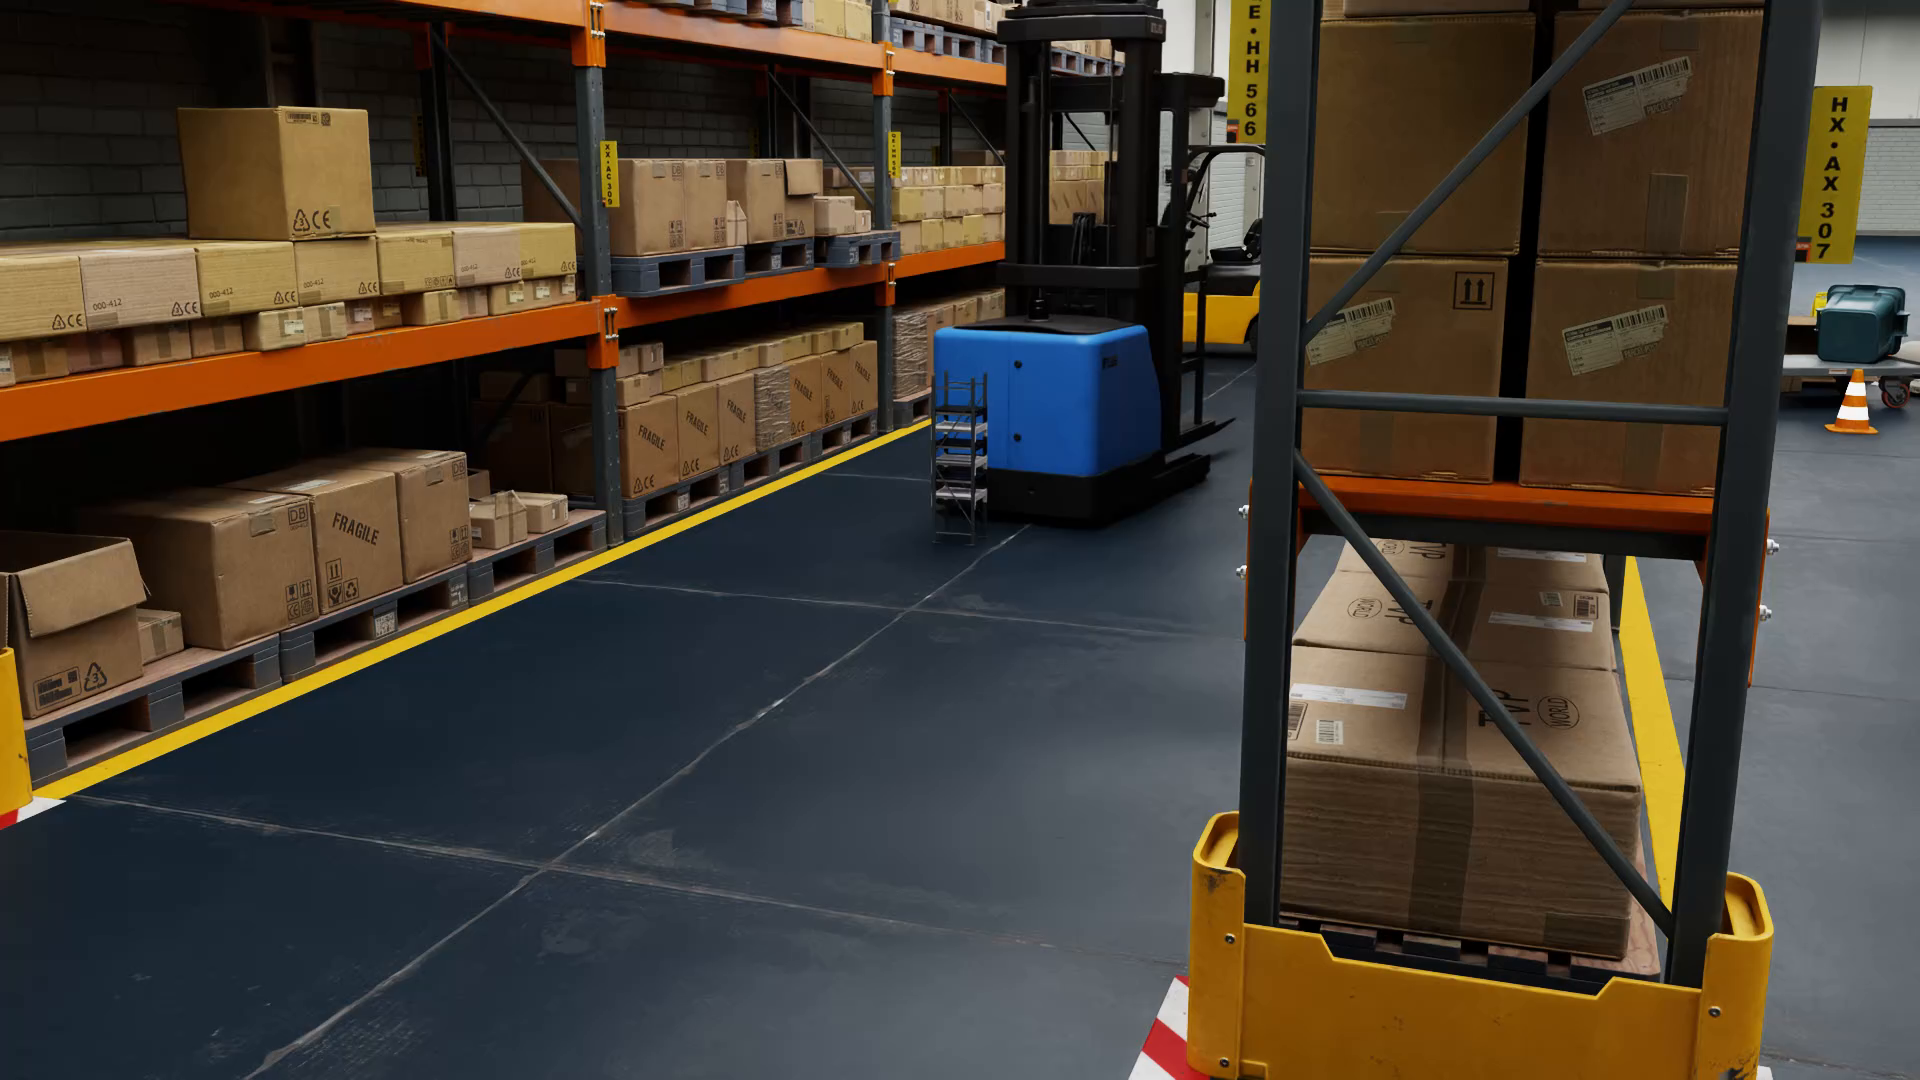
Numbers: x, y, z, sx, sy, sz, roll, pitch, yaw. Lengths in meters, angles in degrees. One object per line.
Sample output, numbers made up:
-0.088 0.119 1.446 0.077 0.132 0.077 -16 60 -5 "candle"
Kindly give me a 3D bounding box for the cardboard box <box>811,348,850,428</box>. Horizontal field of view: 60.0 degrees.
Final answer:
-1.100 -1.083 11.665 0.500 0.500 0.500 4 13 18 "cardboard box"

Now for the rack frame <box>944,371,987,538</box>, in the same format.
0.030 -0.458 8.974 0.240 0.900 0.006 4 14 18 "rack frame"

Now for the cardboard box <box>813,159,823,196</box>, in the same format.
-1.309 -2.462 11.866 0.500 0.500 0.500 5 14 21 "cardboard box"

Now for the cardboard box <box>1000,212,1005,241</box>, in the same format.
0.227 -2.844 15.043 0.500 0.250 0.500 4 14 18 "cardboard box"

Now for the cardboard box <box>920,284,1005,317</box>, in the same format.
0.141 -2.084 15.772 0.875 0.625 0.625 5 14 21 "cardboard box"

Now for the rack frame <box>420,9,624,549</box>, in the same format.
-2.289 -1.464 8.660 1.000 3.000 0.127 4 14 18 "rack frame"

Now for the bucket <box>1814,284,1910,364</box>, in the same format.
7.577 -1.796 14.057 0.726 0.611 0.620 10 26 38 "bucket"

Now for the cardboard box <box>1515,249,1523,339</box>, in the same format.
2.010 -1.076 6.736 0.500 0.500 0.500 5 14 20 "cardboard box"

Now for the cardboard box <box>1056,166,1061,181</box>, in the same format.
0.792 -3.673 16.656 0.380 0.149 0.250 4 14 18 "cardboard box"

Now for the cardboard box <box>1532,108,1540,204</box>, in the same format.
2.316 -1.755 7.466 0.500 0.500 0.500 5 14 20 "cardboard box"

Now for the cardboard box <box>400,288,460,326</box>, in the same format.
-2.444 -1.034 7.341 0.380 0.149 0.250 4 13 18 "cardboard box"

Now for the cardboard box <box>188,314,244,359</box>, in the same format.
-2.906 -0.768 6.178 0.380 0.149 0.250 5 14 19 "cardboard box"

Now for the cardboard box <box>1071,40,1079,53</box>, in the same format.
0.981 -4.976 16.703 0.380 0.149 0.250 5 14 20 "cardboard box"

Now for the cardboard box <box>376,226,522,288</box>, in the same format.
-2.371 -1.304 7.630 0.500 0.250 0.500 4 14 19 "cardboard box"

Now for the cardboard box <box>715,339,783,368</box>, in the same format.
-1.370 -1.209 10.759 0.380 0.149 0.250 4 13 16 "cardboard box"

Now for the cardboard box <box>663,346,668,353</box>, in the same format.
-2.064 -1.140 10.457 0.380 0.149 0.250 5 14 19 "cardboard box"

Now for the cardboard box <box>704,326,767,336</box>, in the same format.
-1.574 -1.409 11.635 0.380 0.149 0.250 5 14 19 "cardboard box"

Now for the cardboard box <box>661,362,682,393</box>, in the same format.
-1.832 -0.941 9.586 0.380 0.149 0.250 4 13 15 "cardboard box"

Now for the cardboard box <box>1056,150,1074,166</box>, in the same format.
0.937 -3.867 16.837 0.380 0.149 0.250 5 14 20 "cardboard box"

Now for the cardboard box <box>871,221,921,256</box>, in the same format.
-0.620 -2.309 12.699 0.500 0.250 0.500 4 14 19 "cardboard box"

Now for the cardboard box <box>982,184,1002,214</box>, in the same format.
0.052 -2.981 14.520 0.500 0.250 0.500 5 14 20 "cardboard box"

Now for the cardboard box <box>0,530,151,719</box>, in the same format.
-3.295 0.269 5.735 0.797 0.503 0.637 4 13 16 "cardboard box"

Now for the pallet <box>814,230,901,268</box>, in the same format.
-1.147 -2.065 11.724 1.213 0.211 1.003 4 14 18 "pallet"

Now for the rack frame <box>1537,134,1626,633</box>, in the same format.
2.409 -1.107 7.097 1.000 3.000 0.127 4 14 18 "rack frame"

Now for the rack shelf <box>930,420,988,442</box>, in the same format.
-0.003 -0.580 8.848 0.258 0.077 0.200 4 14 18 "rack shelf"

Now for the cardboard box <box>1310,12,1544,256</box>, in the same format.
1.046 -0.920 3.805 0.500 0.500 0.500 5 14 20 "cardboard box"

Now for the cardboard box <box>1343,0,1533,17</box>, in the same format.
1.042 -1.207 3.607 0.380 0.149 0.250 5 14 19 "cardboard box"

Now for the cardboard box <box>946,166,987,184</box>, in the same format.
0.014 -3.154 14.383 0.380 0.149 0.250 4 14 19 "cardboard box"

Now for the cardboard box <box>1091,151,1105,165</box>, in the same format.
1.359 -4.134 18.007 0.380 0.149 0.250 5 14 20 "cardboard box"

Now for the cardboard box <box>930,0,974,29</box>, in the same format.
-0.200 -4.420 13.477 0.500 0.500 0.500 5 14 20 "cardboard box"

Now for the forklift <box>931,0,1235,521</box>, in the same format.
0.959 -1.817 10.362 1.130 2.935 3.031 7 14 27 "forklift"

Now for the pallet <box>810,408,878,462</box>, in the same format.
-1.272 -0.792 11.983 1.003 0.211 1.213 4 14 18 "pallet"

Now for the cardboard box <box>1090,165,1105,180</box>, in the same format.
1.355 -3.990 18.047 0.380 0.149 0.250 4 14 19 "cardboard box"

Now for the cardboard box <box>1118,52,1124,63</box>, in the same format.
1.613 -5.387 18.506 0.380 0.149 0.250 4 13 17 "cardboard box"

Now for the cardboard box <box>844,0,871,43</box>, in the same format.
-0.931 -3.570 11.482 0.500 0.250 0.500 4 13 17 "cardboard box"

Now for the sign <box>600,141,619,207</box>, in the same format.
-1.773 -1.848 8.399 0.100 0.325 0.005 4 14 18 "sign"

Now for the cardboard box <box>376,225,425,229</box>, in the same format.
-2.860 -1.345 7.807 0.500 0.250 0.500 4 14 18 "cardboard box"

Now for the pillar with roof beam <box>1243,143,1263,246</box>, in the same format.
10.413 -10.313 33.951 9.100 9.000 0.400 4 14 18 "pillar with roof beam"

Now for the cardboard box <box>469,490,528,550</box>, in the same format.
-2.307 -0.122 7.981 0.396 0.266 0.258 5 14 20 "cardboard box"

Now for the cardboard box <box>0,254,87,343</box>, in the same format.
-3.181 -0.769 5.287 0.500 0.250 0.500 4 14 19 "cardboard box"

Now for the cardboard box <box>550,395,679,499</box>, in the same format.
-1.919 -0.535 9.266 0.500 0.500 0.500 5 14 21 "cardboard box"

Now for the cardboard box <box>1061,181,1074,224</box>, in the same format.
0.843 -3.382 16.841 0.500 0.500 0.500 5 14 19 "cardboard box"

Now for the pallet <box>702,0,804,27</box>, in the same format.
-1.679 -3.185 9.884 1.213 0.211 1.003 4 14 18 "pallet"

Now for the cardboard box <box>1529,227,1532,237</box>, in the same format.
2.007 -0.715 5.155 0.500 0.500 0.500 5 14 20 "cardboard box"

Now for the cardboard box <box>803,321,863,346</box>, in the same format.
-0.915 -1.486 11.973 0.380 0.149 0.250 4 13 16 "cardboard box"

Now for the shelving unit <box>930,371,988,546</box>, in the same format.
-0.003 -0.437 8.880 0.258 0.900 0.210 4 14 18 "shelving unit"

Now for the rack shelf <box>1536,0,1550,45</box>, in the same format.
3.056 -2.640 8.689 1.077 0.370 4.000 4 14 18 "rack shelf"

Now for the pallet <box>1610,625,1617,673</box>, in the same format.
2.089 0.407 6.731 1.003 0.211 1.213 4 14 18 "pallet"

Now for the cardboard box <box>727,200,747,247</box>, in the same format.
-1.476 -1.868 9.788 0.396 0.266 0.258 5 14 21 "cardboard box"

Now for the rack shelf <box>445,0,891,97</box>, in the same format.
-1.642 -2.996 10.251 1.077 0.370 4.000 4 14 18 "rack shelf"

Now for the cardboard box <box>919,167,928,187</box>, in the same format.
-0.469 -2.829 12.959 0.380 0.149 0.250 5 14 20 "cardboard box"

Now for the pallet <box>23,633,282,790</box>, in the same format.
-3.301 0.554 6.086 1.003 0.211 1.213 4 14 18 "pallet"
